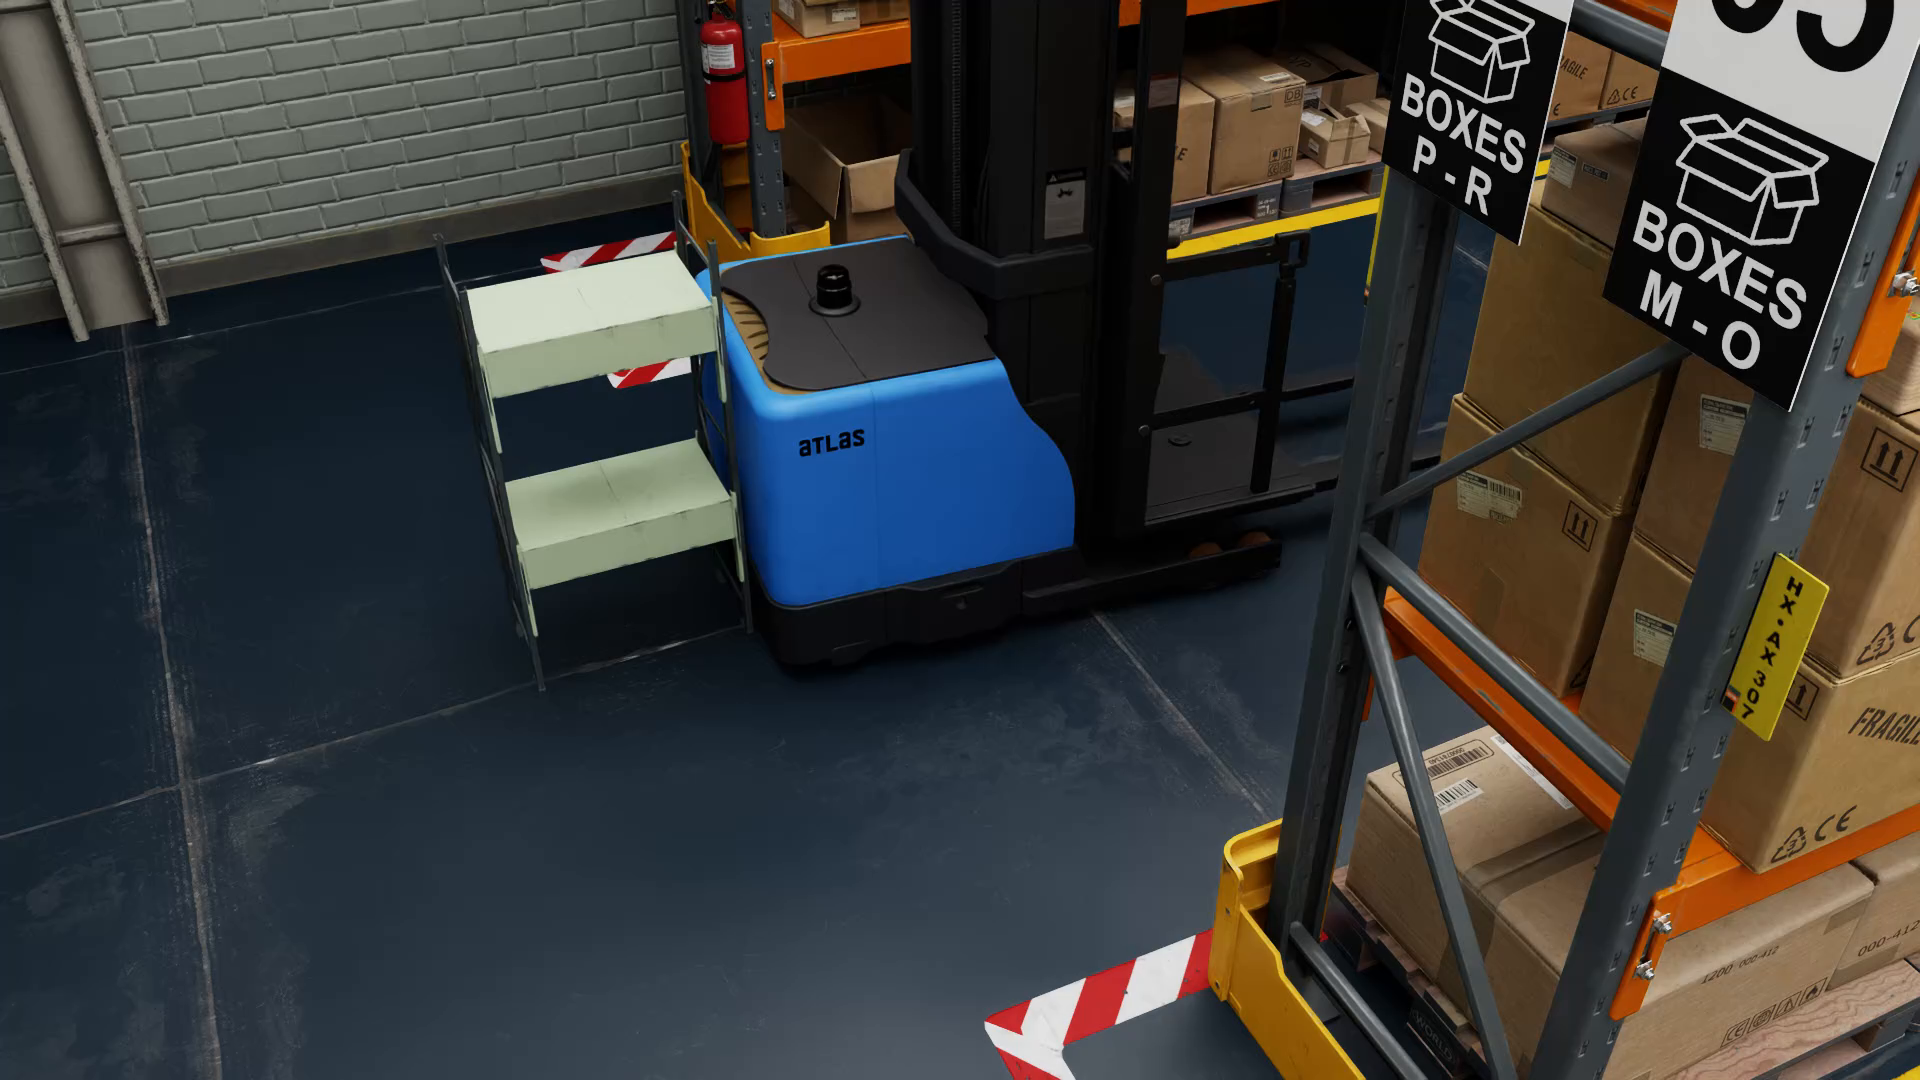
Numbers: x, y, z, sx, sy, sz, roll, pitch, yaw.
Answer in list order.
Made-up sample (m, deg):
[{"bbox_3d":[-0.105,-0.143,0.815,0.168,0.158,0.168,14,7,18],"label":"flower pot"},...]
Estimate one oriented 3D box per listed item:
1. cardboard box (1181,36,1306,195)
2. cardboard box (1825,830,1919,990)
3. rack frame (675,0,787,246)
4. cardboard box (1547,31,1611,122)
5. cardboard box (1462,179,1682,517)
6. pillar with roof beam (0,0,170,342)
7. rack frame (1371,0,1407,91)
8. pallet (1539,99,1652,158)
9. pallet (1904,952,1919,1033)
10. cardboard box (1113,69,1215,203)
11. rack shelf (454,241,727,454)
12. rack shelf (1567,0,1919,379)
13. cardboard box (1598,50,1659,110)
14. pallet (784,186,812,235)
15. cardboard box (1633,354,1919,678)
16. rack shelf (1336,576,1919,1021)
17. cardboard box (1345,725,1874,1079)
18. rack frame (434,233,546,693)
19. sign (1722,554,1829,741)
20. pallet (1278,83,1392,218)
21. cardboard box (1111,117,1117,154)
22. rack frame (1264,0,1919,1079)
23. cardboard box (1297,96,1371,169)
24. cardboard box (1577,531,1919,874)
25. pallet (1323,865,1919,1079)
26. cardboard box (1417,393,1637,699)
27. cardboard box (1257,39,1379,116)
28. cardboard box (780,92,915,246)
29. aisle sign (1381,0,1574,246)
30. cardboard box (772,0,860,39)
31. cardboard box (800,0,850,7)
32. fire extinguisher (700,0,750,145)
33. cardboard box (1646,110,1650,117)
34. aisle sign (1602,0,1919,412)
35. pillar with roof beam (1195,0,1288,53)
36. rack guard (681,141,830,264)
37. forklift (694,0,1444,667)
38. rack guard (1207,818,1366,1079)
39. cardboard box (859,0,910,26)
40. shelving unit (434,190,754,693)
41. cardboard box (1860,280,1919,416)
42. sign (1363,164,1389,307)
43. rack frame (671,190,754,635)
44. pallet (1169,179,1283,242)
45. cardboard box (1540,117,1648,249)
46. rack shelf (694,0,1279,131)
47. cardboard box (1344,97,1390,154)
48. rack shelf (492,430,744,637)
[{"bbox_3d":[1.301,-2.146,8.371,0.500,0.500,0.700,-17,40,-22],"label":"cardboard box"},{"bbox_3d":[2.469,0.660,4.641,0.875,0.438,0.875,-15,39,-19],"label":"cardboard box"},{"bbox_3d":[-1.023,-2.419,6.994,0.127,3.000,1.000,-16,39,-20],"label":"rack frame"},{"bbox_3d":[3.132,-2.598,8.980,0.500,0.500,0.500,-14,39,-18],"label":"cardboard box"},{"bbox_3d":[1.425,-0.436,3.396,0.500,0.500,0.500,-14,39,-18],"label":"cardboard box"},{"bbox_3d":[-2.017,-2.311,1.812,0.400,9.000,9.100,-16,39,-20],"label":"pillar with roof beam"},{"bbox_3d":[2.598,-3.432,8.359,0.127,3.000,1.000,-16,39,-20],"label":"rack frame"},{"bbox_3d":[3.318,-2.538,9.495,1.213,0.211,1.003,-16,39,-20],"label":"pallet"},{"bbox_3d":[2.883,0.825,4.960,1.213,0.211,1.003,-16,39,-20],"label":"pallet"},{"bbox_3d":[0.883,-1.963,8.125,0.500,0.500,0.500,-15,39,-19],"label":"cardboard box"},{"bbox_3d":[-1.145,-0.607,5.154,0.720,0.370,0.431,-15,39,-19],"label":"rack shelf"},{"bbox_3d":[2.900,-1.166,3.390,4.000,0.370,1.077,-16,39,-20],"label":"rack shelf"},{"bbox_3d":[3.609,-2.738,9.169,0.500,0.500,0.500,-16,40,-21],"label":"cardboard box"},{"bbox_3d":[-0.233,-1.521,8.124,1.213,0.211,1.003,-16,39,-20],"label":"pallet"},{"bbox_3d":[1.645,-0.153,3.015,0.500,0.500,0.500,-16,40,-21],"label":"cardboard box"},{"bbox_3d":[2.900,0.039,4.283,4.000,0.370,1.077,-16,39,-20],"label":"rack shelf"},{"bbox_3d":[1.645,0.896,4.323,0.875,0.438,0.875,-17,40,-21],"label":"cardboard box"},{"bbox_3d":[-1.479,-0.203,5.265,0.023,1.500,0.400,-15,39,-19],"label":"rack frame"},{"bbox_3d":[1.320,0.178,2.699,0.005,0.325,0.100,-16,39,-20],"label":"sign"},{"bbox_3d":[1.976,-2.139,8.956,1.213,0.211,1.003,-16,39,-20],"label":"pallet"},{"bbox_3d":[0.361,-1.883,8.017,0.500,0.500,0.700,-14,39,-18],"label":"cardboard box"},{"bbox_3d":[1.090,0.256,3.386,0.127,3.000,1.000,-16,39,-20],"label":"rack frame"},{"bbox_3d":[1.895,-2.113,8.523,0.258,0.266,0.396,-14,39,-18],"label":"cardboard box"},{"bbox_3d":[1.646,0.250,3.312,0.500,0.500,0.500,-16,39,-20],"label":"cardboard box"},{"bbox_3d":[1.780,1.132,4.547,1.213,0.211,1.003,-16,39,-20],"label":"pallet"},{"bbox_3d":[1.414,-0.049,3.714,0.500,0.500,0.500,-15,39,-20],"label":"cardboard box"},{"bbox_3d":[1.900,-2.481,8.981,0.500,0.311,0.500,-14,39,-18],"label":"cardboard box"},{"bbox_3d":[-0.429,-1.689,7.753,0.637,0.503,0.797,-17,40,-22],"label":"cardboard box"},{"bbox_3d":[0.893,-0.937,2.813,0.004,0.787,0.394,-16,39,-20],"label":"aisle sign"},{"bbox_3d":[-0.609,-2.254,6.982,0.250,0.149,0.380,-16,39,-20],"label":"cardboard box"},{"bbox_3d":[-0.498,-2.448,6.909,0.500,0.250,0.500,-15,39,-20],"label":"cardboard box"},{"bbox_3d":[-0.960,-1.952,6.742,0.183,0.674,0.296,-16,39,-20],"label":"fire extinguisher"},{"bbox_3d":[1.549,-0.722,3.238,0.250,0.149,0.380,-15,39,-19],"label":"cardboard box"},{"bbox_3d":[1.148,-0.613,2.377,0.004,0.787,0.394,-16,39,-20],"label":"aisle sign"},{"bbox_3d":[3.414,-3.830,3.860,0.400,9.000,9.100,-16,39,-20],"label":"pillar with roof beam"},{"bbox_3d":[-0.954,-1.435,7.765,0.348,0.500,1.175,-16,39,-20],"label":"rack guard"},{"bbox_3d":[0.641,-1.284,5.521,3.031,2.935,1.130,-12,38,-16],"label":"forklift"},{"bbox_3d":[1.068,1.266,4.123,0.348,0.500,1.175,-16,39,-20],"label":"rack guard"},{"bbox_3d":[-0.398,-2.343,7.102,0.250,0.149,0.380,-15,39,-19],"label":"cardboard box"},{"bbox_3d":[-1.145,-0.293,5.386,0.755,1.500,0.431,-15,39,-19],"label":"shelving unit"},{"bbox_3d":[1.529,-0.386,2.785,0.250,0.149,0.380,-15,39,-19],"label":"cardboard box"},{"bbox_3d":[0.872,-0.600,3.370,0.005,0.325,0.100,-16,39,-20],"label":"sign"},{"bbox_3d":[-0.812,-0.383,5.508,0.023,1.500,0.400,-15,39,-19],"label":"rack frame"},{"bbox_3d":[0.870,-1.827,8.537,1.213,0.211,1.003,-16,39,-20],"label":"pallet"},{"bbox_3d":[1.329,-0.645,3.134,0.250,0.149,0.380,-15,39,-19],"label":"cardboard box"},{"bbox_3d":[0.788,-2.637,7.891,4.000,0.370,1.077,-16,39,-20],"label":"rack shelf"},{"bbox_3d":[2.219,-2.156,8.680,0.250,0.149,0.380,-17,40,-21],"label":"cardboard box"},{"bbox_3d":[-1.145,-0.031,5.581,0.720,0.370,0.431,-15,39,-19],"label":"rack shelf"}]
